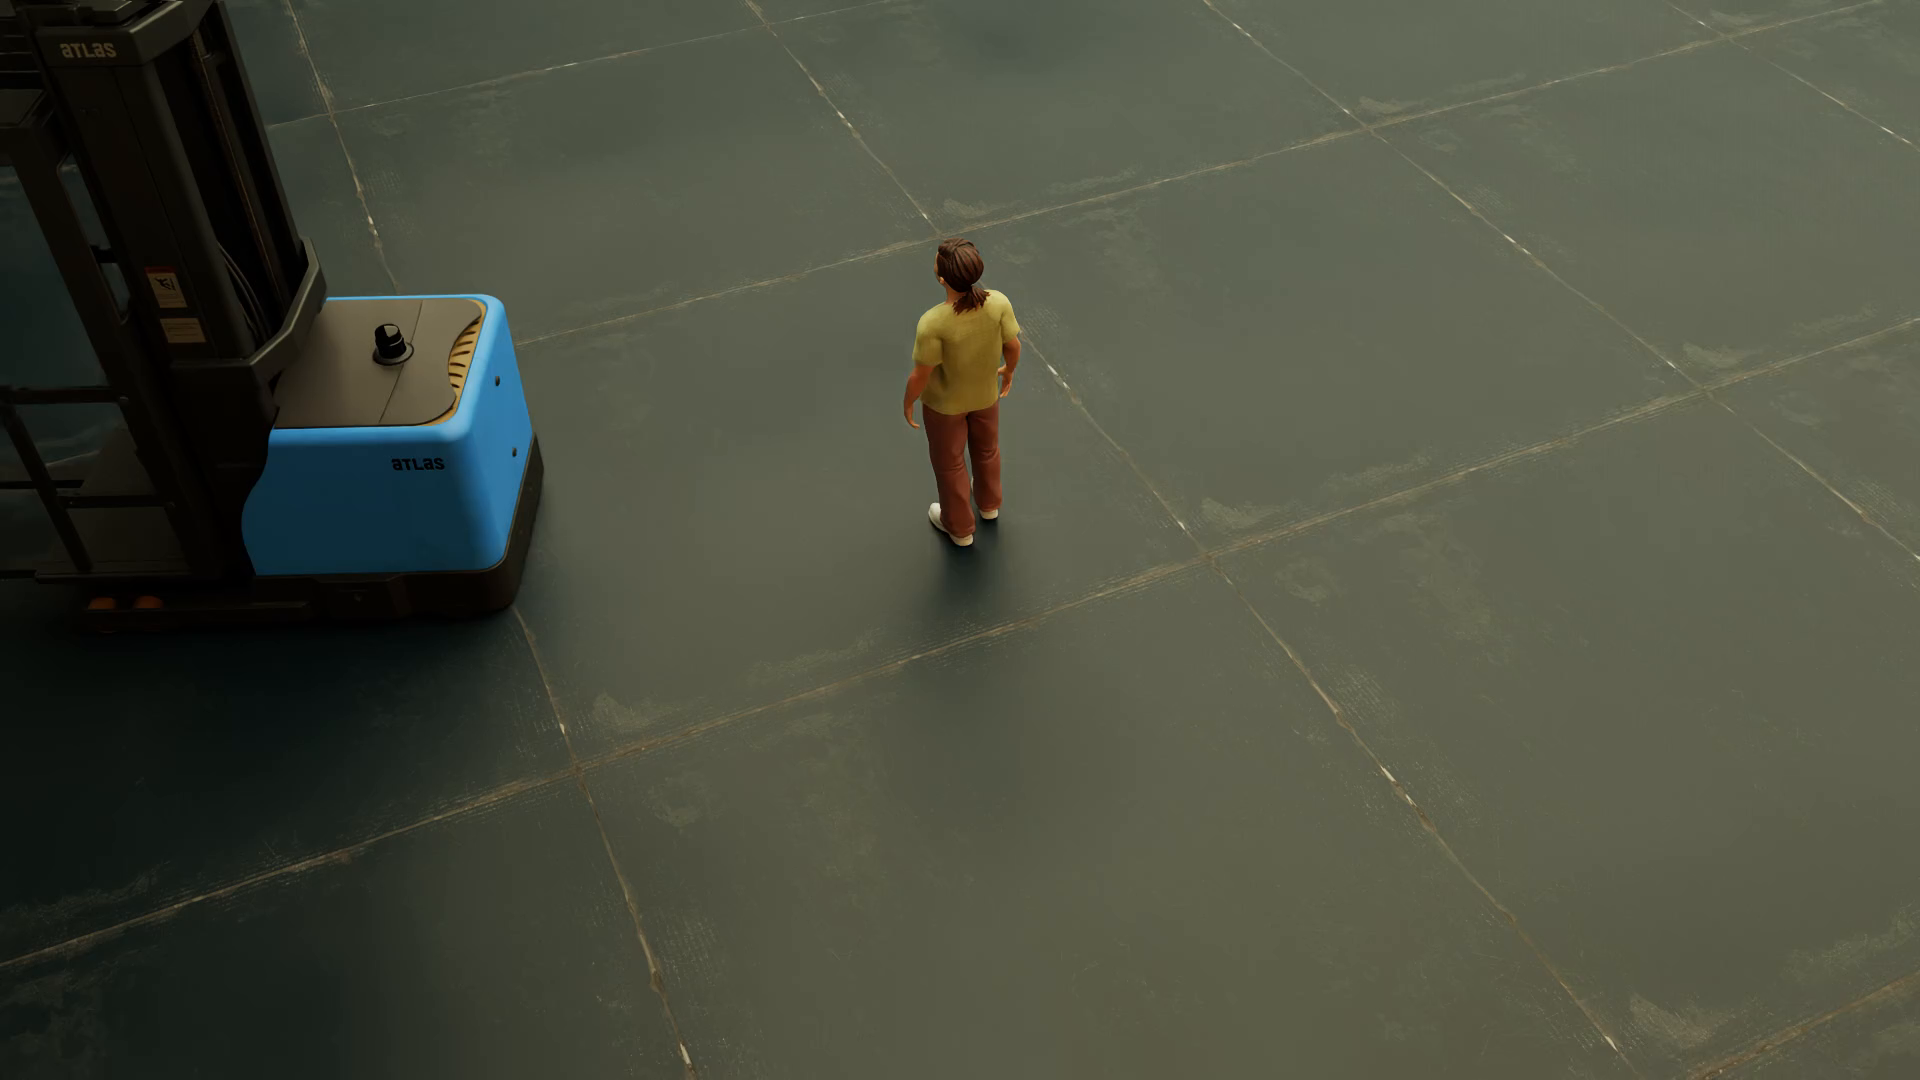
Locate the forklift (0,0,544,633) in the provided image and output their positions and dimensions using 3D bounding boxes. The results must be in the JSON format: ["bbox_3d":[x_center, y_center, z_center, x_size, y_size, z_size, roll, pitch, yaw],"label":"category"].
[{"bbox_3d":[-3.521,-1.028,6.782,3.031,2.935,1.130,-1,43,-1],"label":"forklift"}]

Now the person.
[{"bbox_3d":[-0.020,-0.667,7.304,0.553,1.675,0.549,-18,46,-18],"label":"person"}]
